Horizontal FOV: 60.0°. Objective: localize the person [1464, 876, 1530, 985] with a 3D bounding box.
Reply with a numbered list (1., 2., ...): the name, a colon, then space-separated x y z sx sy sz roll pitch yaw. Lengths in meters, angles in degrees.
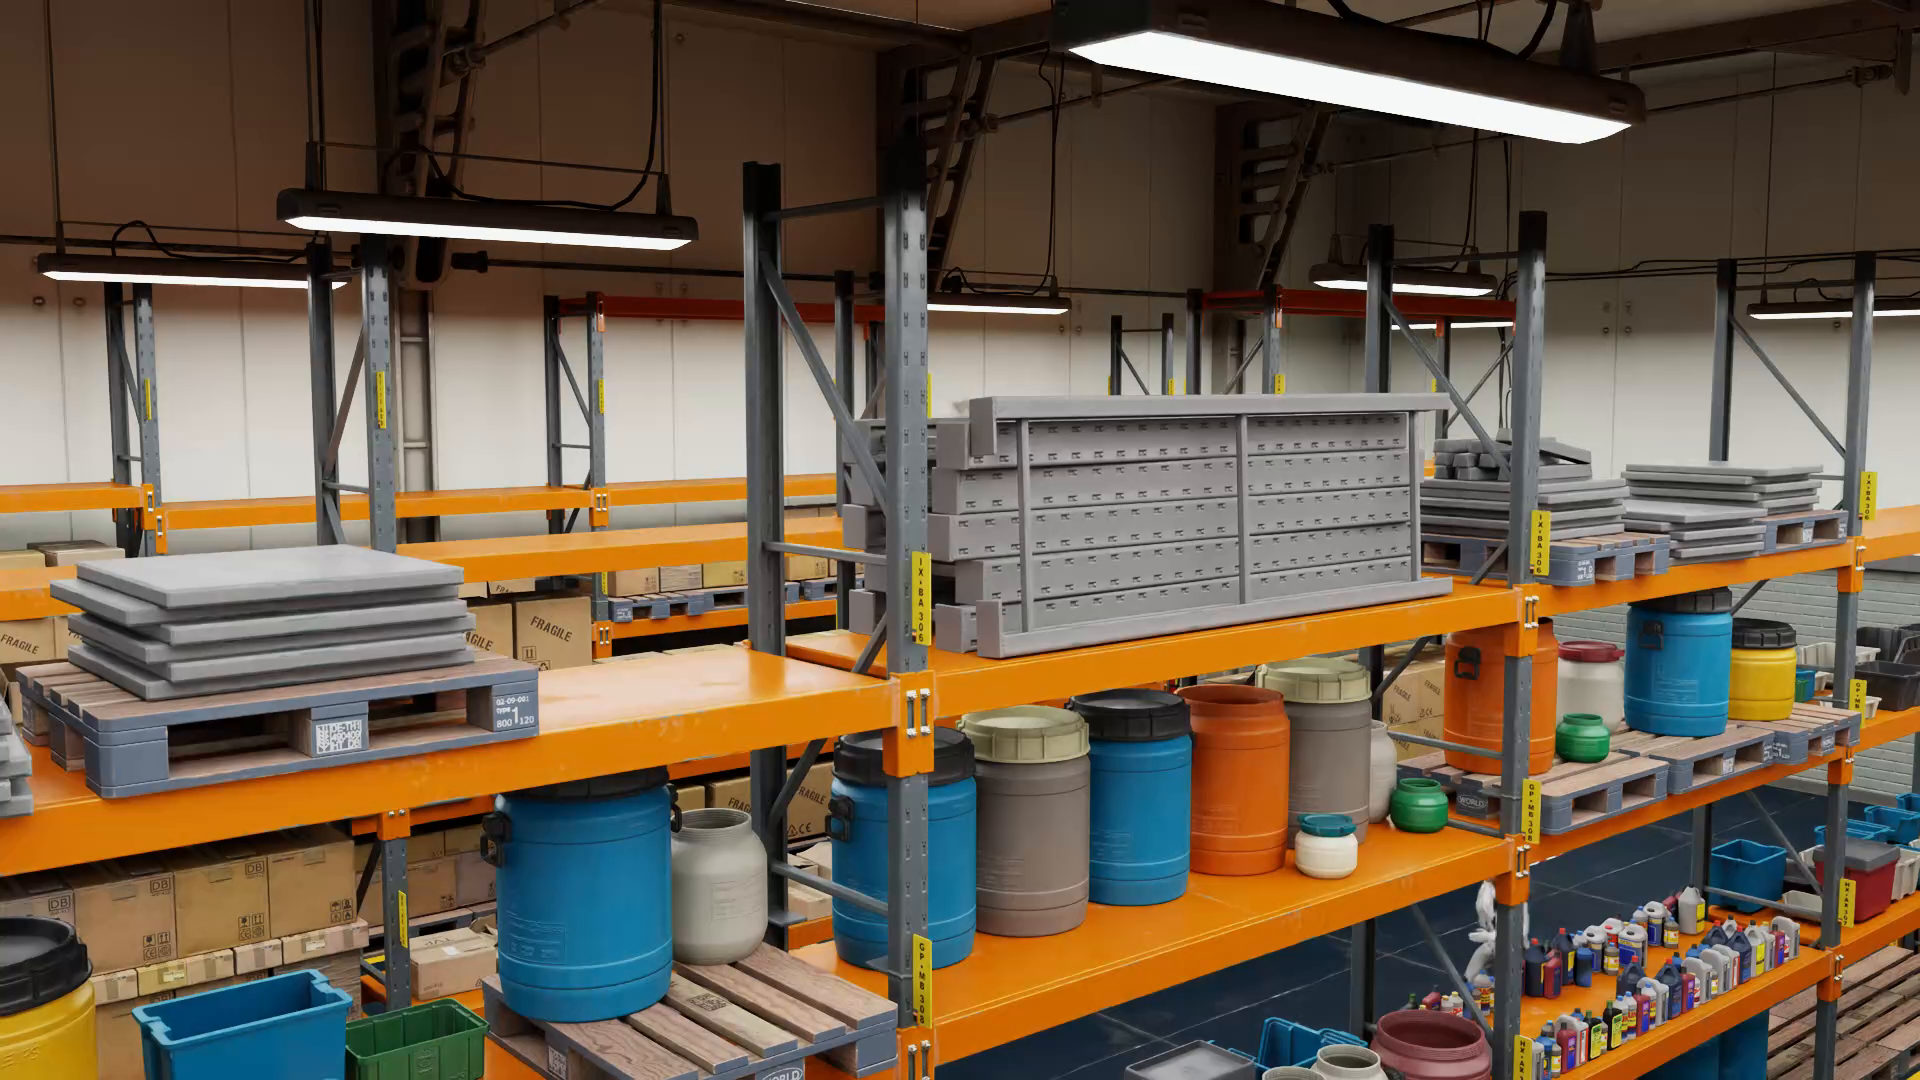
1. person: 4.153 3.137 12.710 0.736 1.616 0.594 -3 6 -26
